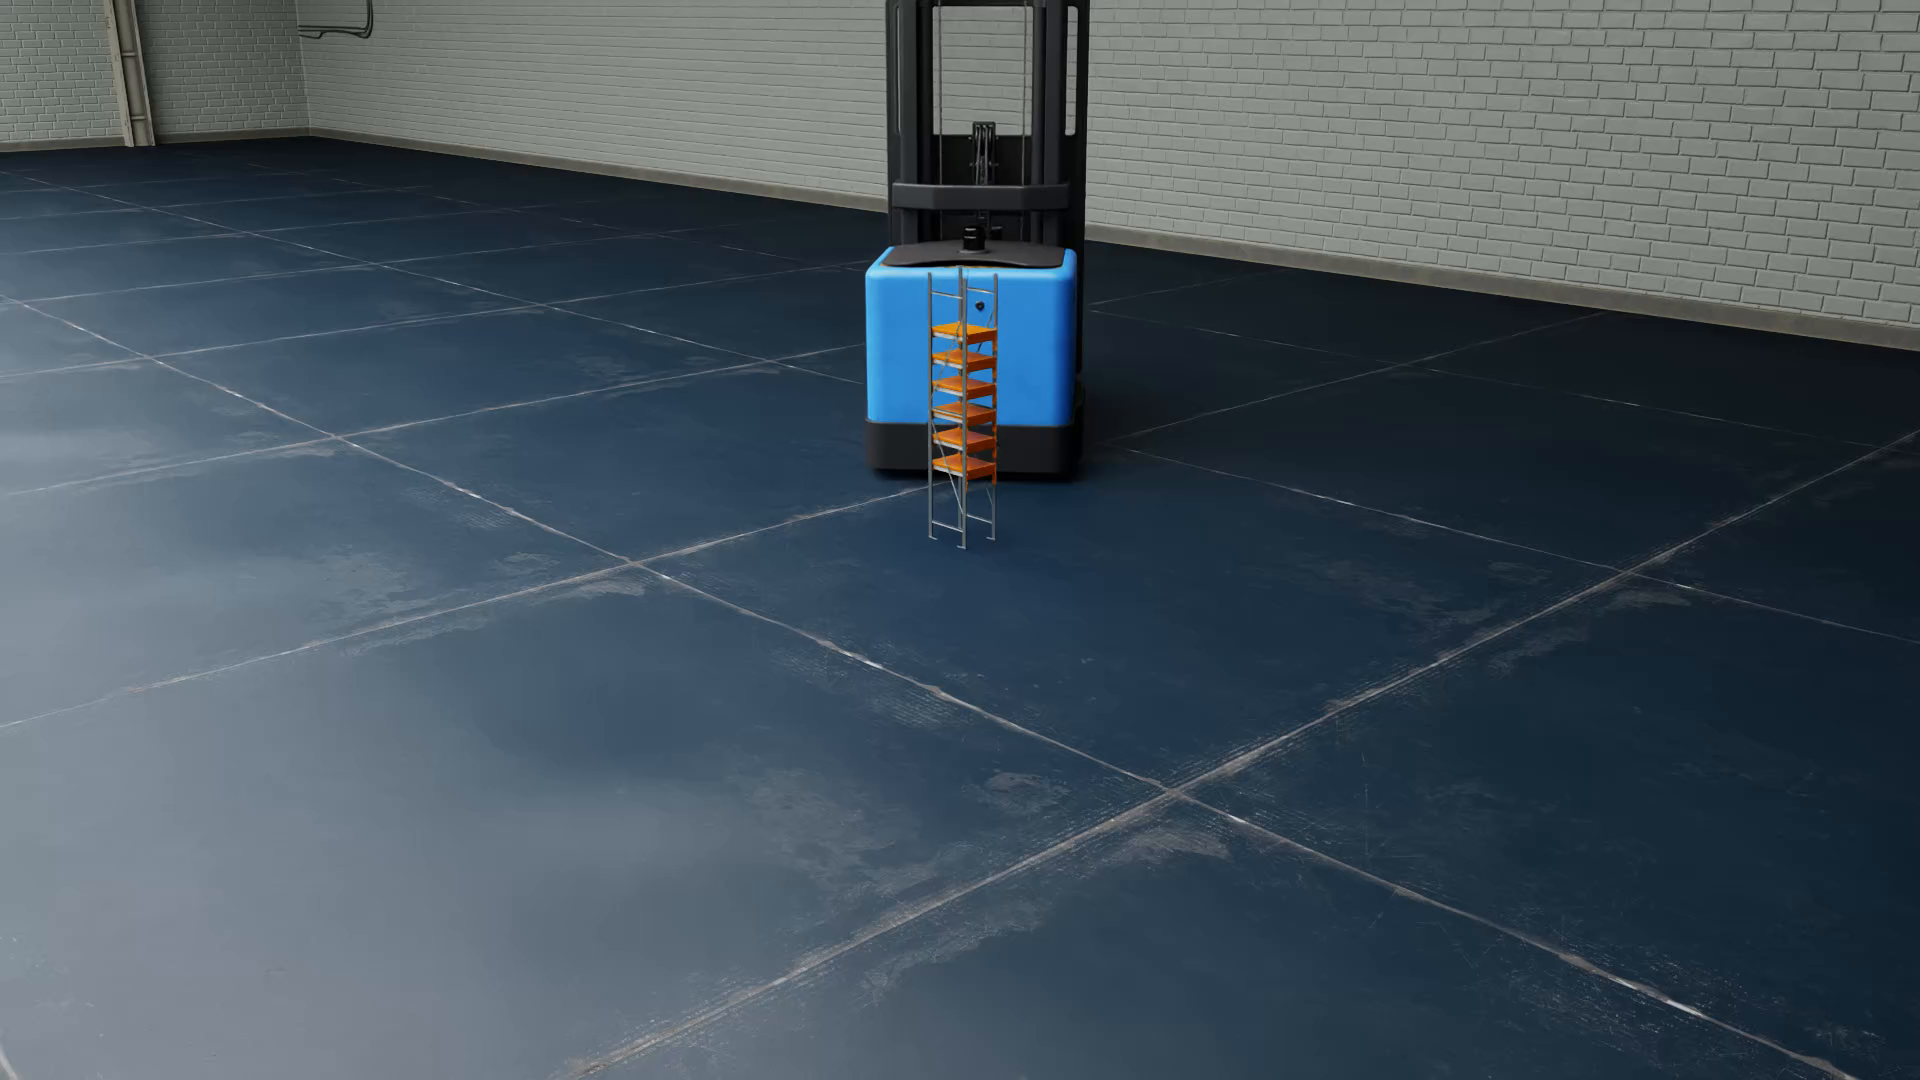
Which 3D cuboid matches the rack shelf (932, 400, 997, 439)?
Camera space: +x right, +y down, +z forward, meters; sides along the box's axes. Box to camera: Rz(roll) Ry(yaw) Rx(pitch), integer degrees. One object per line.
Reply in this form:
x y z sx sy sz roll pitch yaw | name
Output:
0.011 -0.532 7.323 0.180 0.103 0.258 -16 24 -41 | rack shelf

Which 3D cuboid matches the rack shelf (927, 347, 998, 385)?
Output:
0.011 -0.760 7.249 0.180 0.103 0.258 -16 24 -41 | rack shelf

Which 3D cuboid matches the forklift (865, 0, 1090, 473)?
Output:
0.168 -2.134 9.315 1.130 2.935 3.031 2 18 5 | forklift

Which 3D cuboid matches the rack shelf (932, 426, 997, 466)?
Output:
0.011 -0.417 7.360 0.180 0.103 0.258 -16 24 -41 | rack shelf

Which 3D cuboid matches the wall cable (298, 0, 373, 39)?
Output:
-10.709 -9.752 28.008 0.112 2.526 3.097 -16 24 -41 | wall cable

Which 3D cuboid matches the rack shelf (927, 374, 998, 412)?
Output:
0.011 -0.646 7.286 0.180 0.103 0.258 -16 24 -41 | rack shelf

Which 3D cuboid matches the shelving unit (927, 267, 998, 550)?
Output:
0.011 -0.574 7.309 0.189 1.200 0.258 -16 24 -41 | shelving unit

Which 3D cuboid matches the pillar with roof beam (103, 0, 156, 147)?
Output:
-10.800 -9.937 23.542 0.400 9.000 9.100 -16 24 -41 | pillar with roof beam

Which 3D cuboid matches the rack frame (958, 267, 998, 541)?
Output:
0.077 -0.593 7.369 0.006 1.200 0.240 -16 24 -41 | rack frame

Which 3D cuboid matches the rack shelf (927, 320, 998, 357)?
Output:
0.011 -0.874 7.212 0.180 0.103 0.258 -16 24 -41 | rack shelf

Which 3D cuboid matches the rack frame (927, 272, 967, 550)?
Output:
-0.056 -0.554 7.249 0.006 1.200 0.240 -16 24 -41 | rack frame

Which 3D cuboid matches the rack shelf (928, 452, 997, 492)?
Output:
0.011 -0.303 7.397 0.180 0.103 0.258 -16 24 -41 | rack shelf
